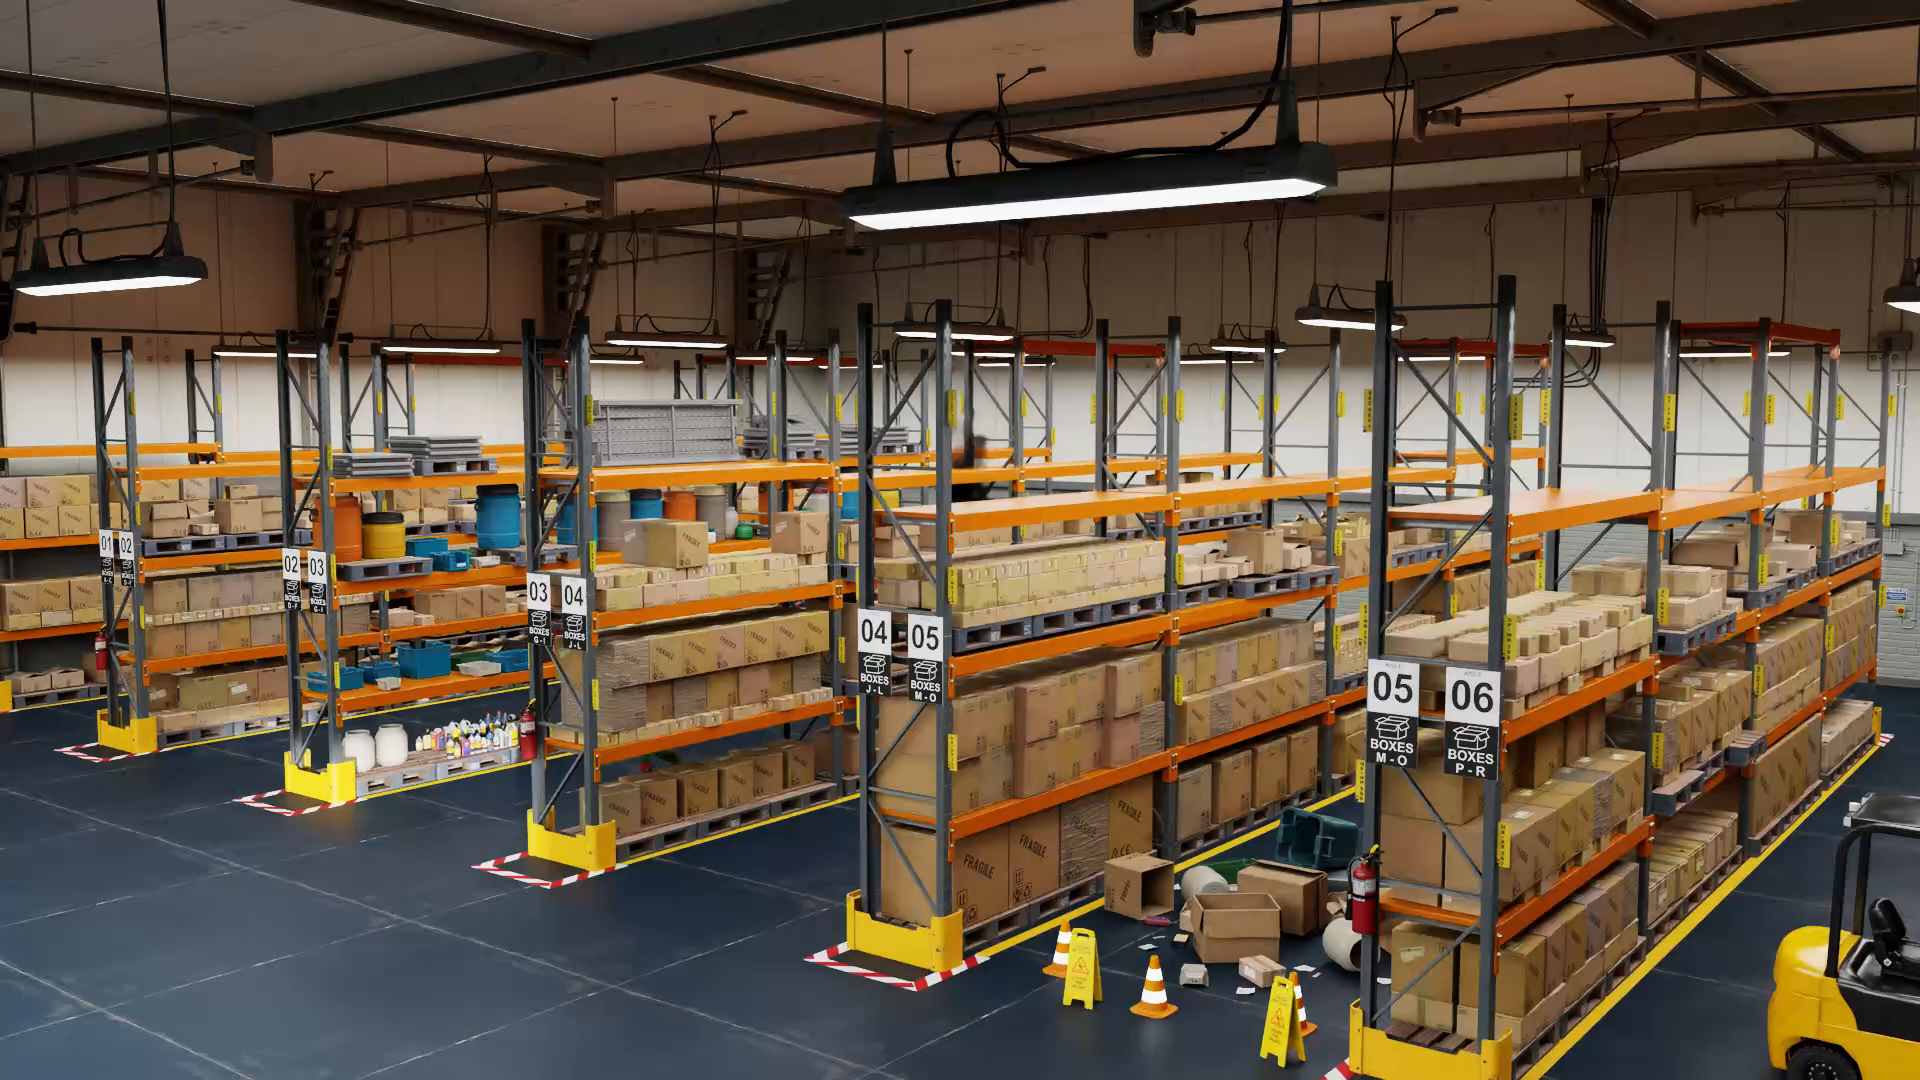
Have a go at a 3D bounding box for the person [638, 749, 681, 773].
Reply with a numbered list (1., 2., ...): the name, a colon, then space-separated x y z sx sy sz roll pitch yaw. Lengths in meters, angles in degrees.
1. person: -4.018 2.386 21.944 0.663 1.748 0.780 2 6 26
